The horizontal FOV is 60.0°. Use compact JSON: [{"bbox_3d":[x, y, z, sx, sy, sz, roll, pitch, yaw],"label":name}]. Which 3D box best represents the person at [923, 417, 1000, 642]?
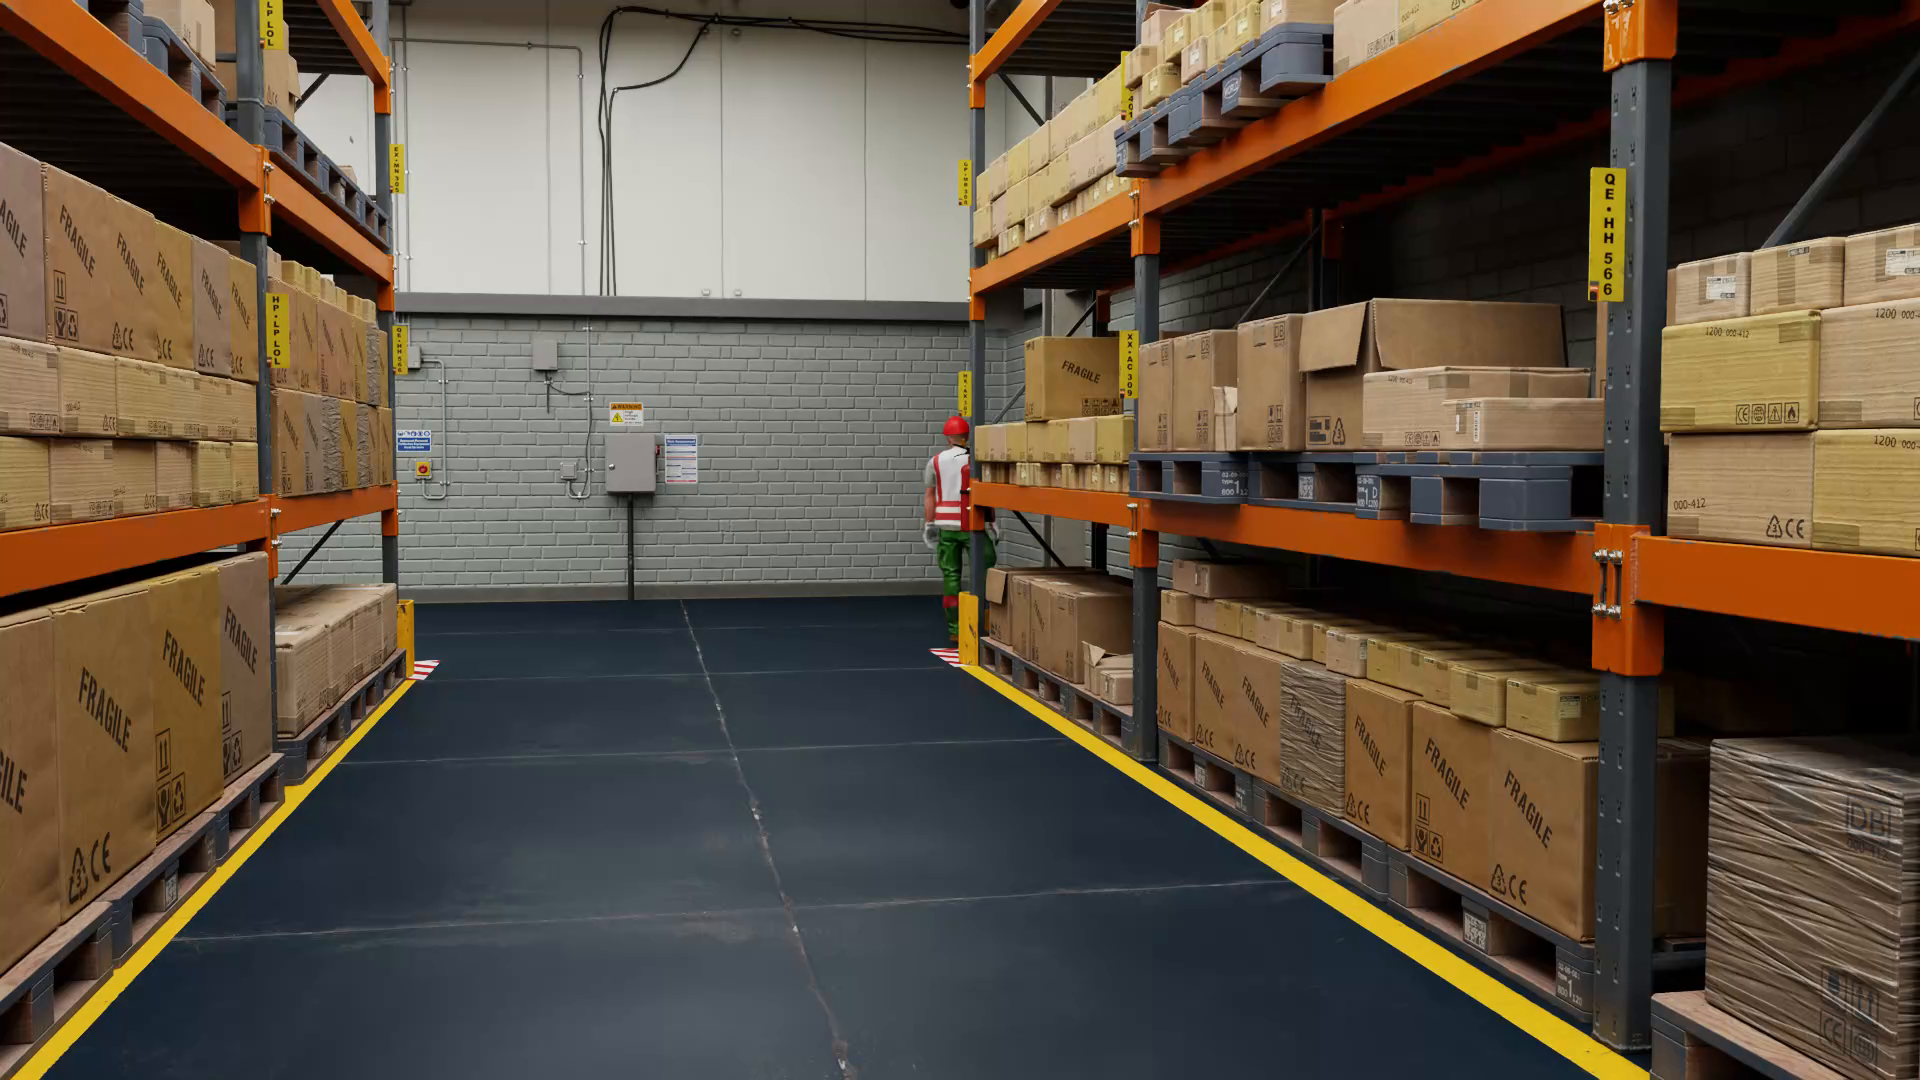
[{"bbox_3d":[0.045,-0.088,13.185,0.693,1.782,0.469,1,3,20],"label":"person"}]
